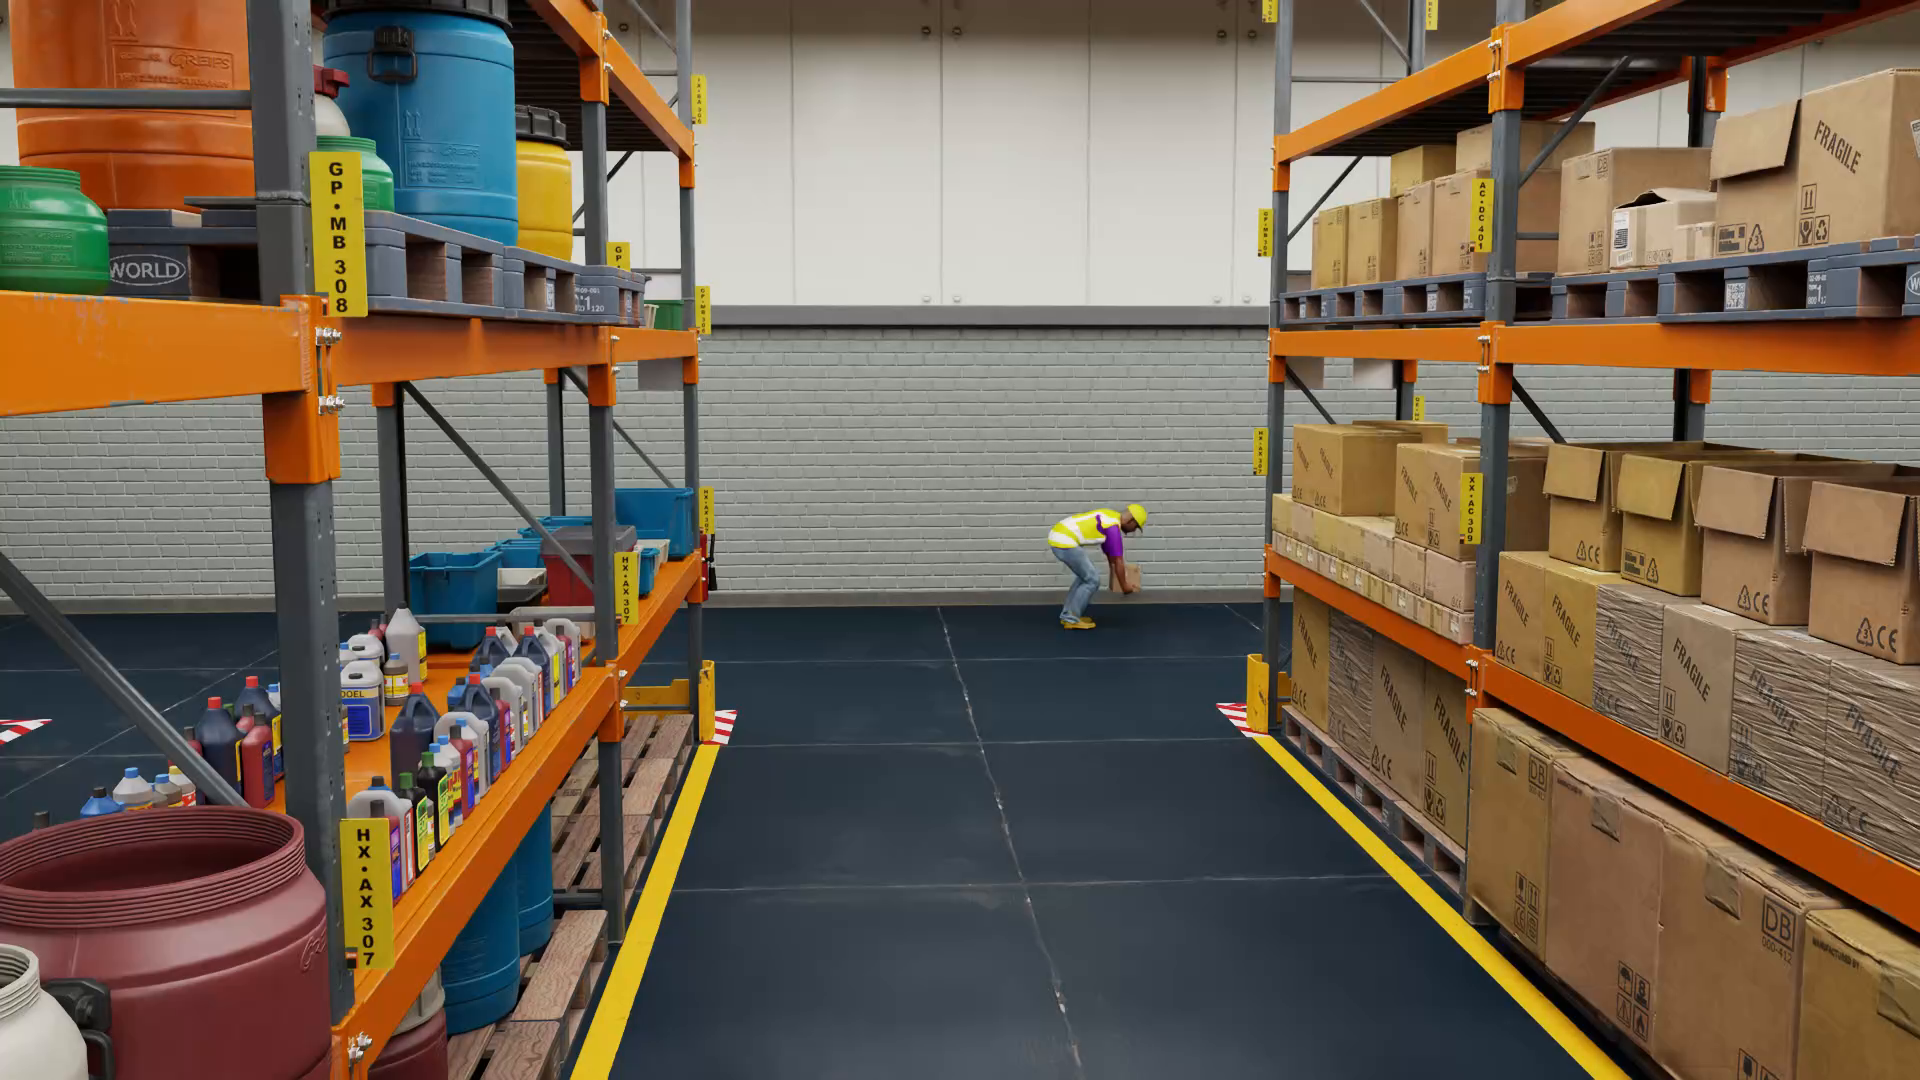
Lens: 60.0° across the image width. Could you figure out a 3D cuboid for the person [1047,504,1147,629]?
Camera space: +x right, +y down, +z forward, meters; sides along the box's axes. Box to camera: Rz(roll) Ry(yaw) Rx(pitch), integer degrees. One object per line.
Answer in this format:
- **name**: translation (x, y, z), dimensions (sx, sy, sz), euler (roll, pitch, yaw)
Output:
- **person**: translation (1.324, 0.244, 16.032), dimensions (0.954, 1.185, 0.501), euler (-1, 7, -6)
